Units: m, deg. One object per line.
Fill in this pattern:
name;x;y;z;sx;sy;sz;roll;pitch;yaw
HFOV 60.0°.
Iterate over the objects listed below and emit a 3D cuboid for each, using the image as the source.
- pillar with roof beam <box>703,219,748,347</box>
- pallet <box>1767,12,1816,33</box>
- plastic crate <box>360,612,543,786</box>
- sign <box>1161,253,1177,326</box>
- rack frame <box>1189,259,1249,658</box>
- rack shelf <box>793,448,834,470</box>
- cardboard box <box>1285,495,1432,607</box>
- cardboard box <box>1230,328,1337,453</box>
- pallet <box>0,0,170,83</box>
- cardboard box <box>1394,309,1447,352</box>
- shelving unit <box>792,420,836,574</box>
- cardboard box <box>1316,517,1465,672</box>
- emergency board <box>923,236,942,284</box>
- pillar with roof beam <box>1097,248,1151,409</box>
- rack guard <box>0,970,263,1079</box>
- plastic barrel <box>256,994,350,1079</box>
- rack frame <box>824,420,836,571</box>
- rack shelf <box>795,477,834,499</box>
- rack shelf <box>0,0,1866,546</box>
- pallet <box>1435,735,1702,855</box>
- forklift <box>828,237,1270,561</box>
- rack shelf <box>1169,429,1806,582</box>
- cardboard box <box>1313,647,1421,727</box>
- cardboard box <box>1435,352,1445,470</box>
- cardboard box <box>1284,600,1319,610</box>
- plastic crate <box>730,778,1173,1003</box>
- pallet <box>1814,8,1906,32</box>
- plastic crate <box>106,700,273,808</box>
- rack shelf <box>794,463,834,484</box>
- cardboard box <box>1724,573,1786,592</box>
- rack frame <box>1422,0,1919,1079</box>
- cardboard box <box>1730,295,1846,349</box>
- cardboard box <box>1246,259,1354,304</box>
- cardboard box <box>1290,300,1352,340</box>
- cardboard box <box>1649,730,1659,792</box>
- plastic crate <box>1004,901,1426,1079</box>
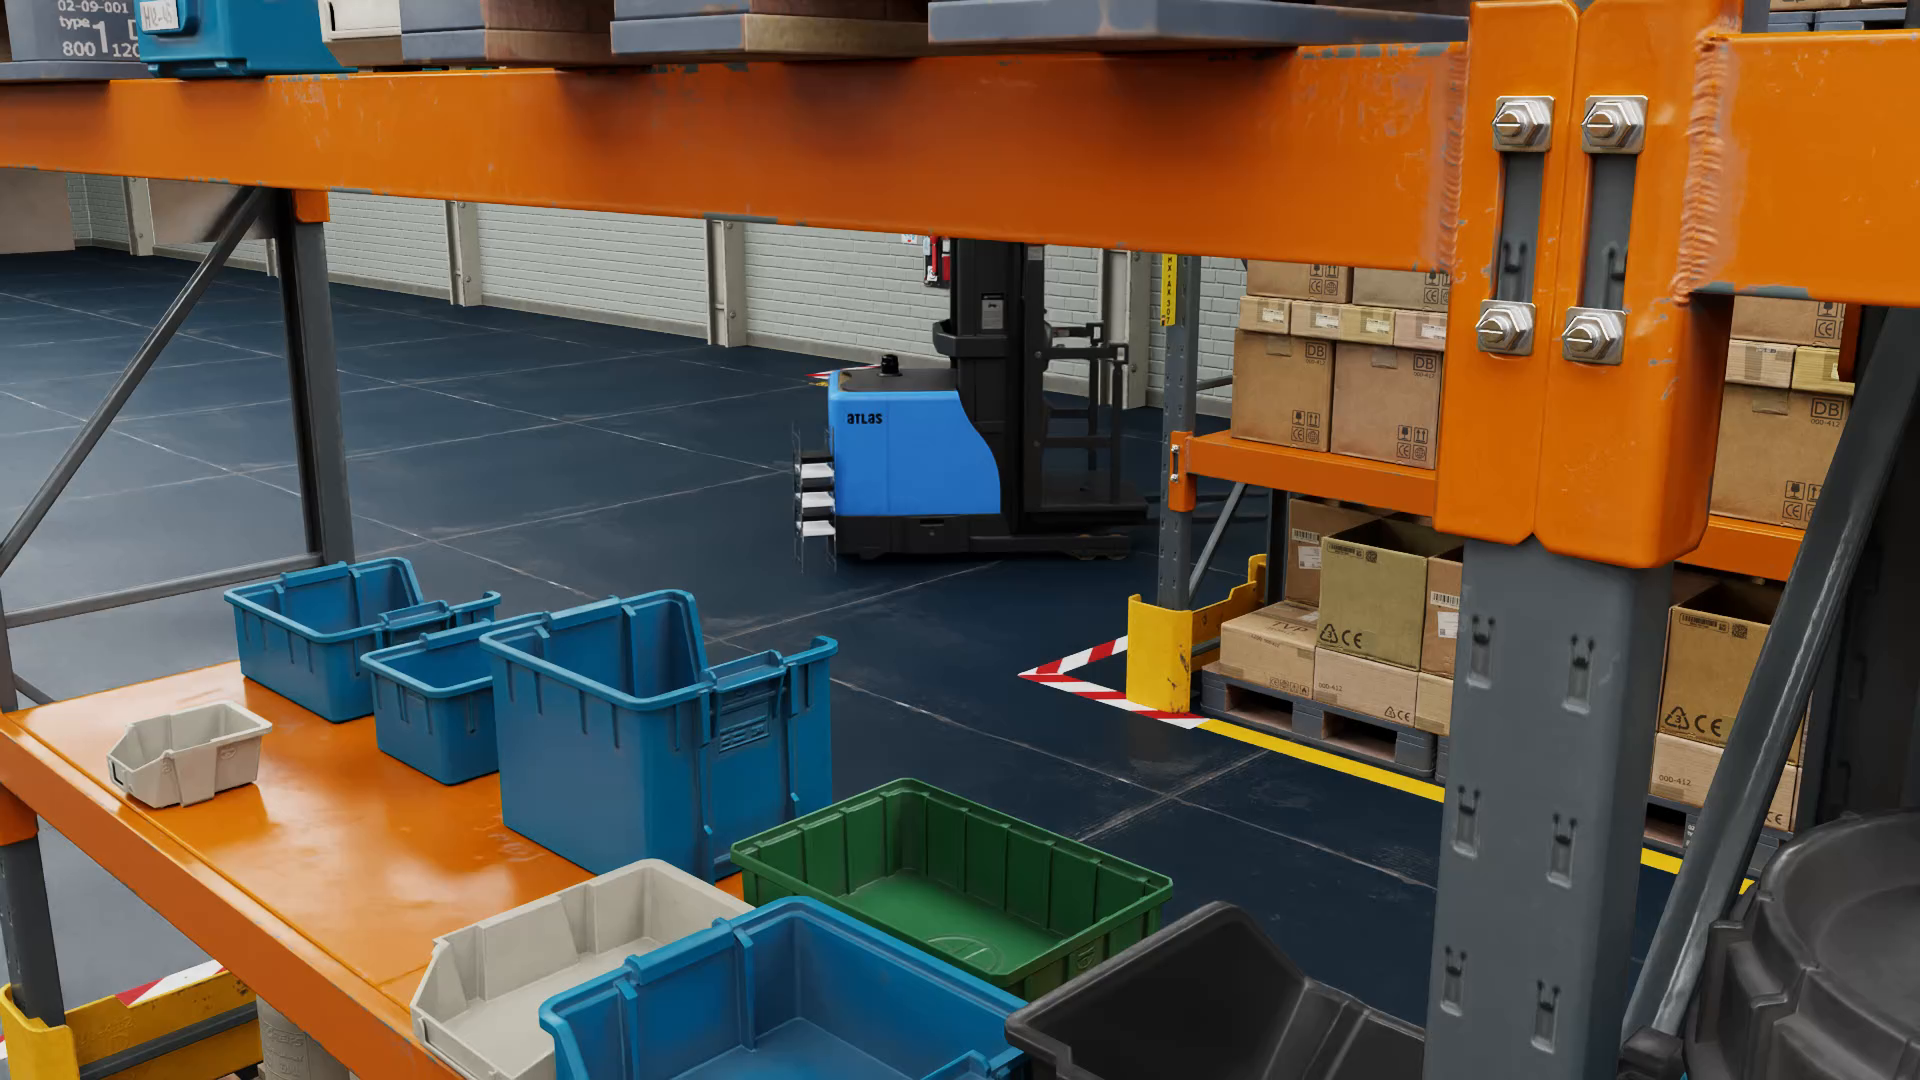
pillar with roof beam;-5.767;-5.917;15.794;0.400;9.000;9.100;14;20;42
pallet;2.693;-1.828;6.224;1.213;0.211;1.003;14;20;42
plastic crate;-1.090;0.357;3.906;0.408;0.251;0.499;14;20;42
sign;0.930;-1.118;7.402;0.005;0.325;0.100;14;20;42
rack frame;1.322;-0.761;7.906;0.053;2.616;0.949;14;20;42
rack shelf;-0.891;-0.494;10.103;0.200;0.077;0.258;-4;15;-16
cardboard box;1.912;0.043;7.950;0.500;0.500;0.500;14;20;42
cardboard box;1.647;-0.725;7.568;0.500;0.500;0.700;14;20;42
pallet;-1.594;-1.060;3.477;1.213;0.211;1.003;14;20;42
cardboard box;2.003;-0.881;6.880;0.250;0.149;0.380;13;20;41
shelving unit;-0.892;-0.265;10.162;0.210;0.900;0.258;-4;15;-16
cardboard box;1.912;0.225;7.253;0.500;0.500;0.500;14;20;42
emergency board;-0.216;-3.192;17.232;0.585;1.158;0.155;14;20;42
pillar with roof beam;-1.448;-4.867;11.764;0.400;9.000;9.100;14;20;42
rack guard;-2.034;1.352;4.752;0.348;0.500;1.175;14;20;42
plastic barrel;-1.595;1.240;4.327;0.421;0.512;0.421;0;15;0
rack frame;-0.794;-0.272;10.191;0.006;0.900;0.240;-4;15;-16
rack shelf;-0.891;-0.319;10.148;0.200;0.077;0.258;-4;15;-16
rack shelf;-0.682;-0.616;2.824;4.000;0.370;1.077;14;20;42
pallet;2.773;0.928;6.951;1.213;0.211;1.003;14;20;42
forklift;0.669;-1.419;10.564;3.031;2.935;1.130;-1;15;-4
rack shelf;2.759;-0.063;6.651;4.000;0.370;1.077;14;20;42
cardboard box;1.914;0.588;7.349;0.500;0.250;0.500;14;20;42
cardboard box;2.381;-0.546;6.881;0.500;0.500;0.700;14;20;43
cardboard box;1.911;0.407;8.043;0.500;0.250;0.500;14;20;42
plastic crate;-0.023;0.651;2.904;0.662;0.188;0.450;14;20;42
pallet;3.567;-1.614;5.404;1.213;0.211;1.003;14;20;42
plastic crate;-1.701;0.480;3.663;0.250;0.136;0.298;14;20;42
rack shelf;-0.891;-0.407;10.125;0.200;0.077;0.258;-4;15;-16
cardboard box;3.362;0.391;6.617;0.500;0.500;0.500;14;20;42
rack frame;0.756;0.838;1.766;0.053;2.616;0.949;14;20;42
cardboard box;3.150;-0.990;6.009;0.500;0.500;0.700;14;20;42
cardboard box;1.685;-1.344;7.369;0.500;0.500;0.700;14;20;42
cardboard box;1.644;-0.970;7.220;0.250;0.149;0.380;13;19;41
cardboard box;2.630;0.764;6.673;0.500;0.250;0.500;14;20;42
plastic crate;0.470;0.753;2.217;0.504;0.338;0.767;14;20;42
